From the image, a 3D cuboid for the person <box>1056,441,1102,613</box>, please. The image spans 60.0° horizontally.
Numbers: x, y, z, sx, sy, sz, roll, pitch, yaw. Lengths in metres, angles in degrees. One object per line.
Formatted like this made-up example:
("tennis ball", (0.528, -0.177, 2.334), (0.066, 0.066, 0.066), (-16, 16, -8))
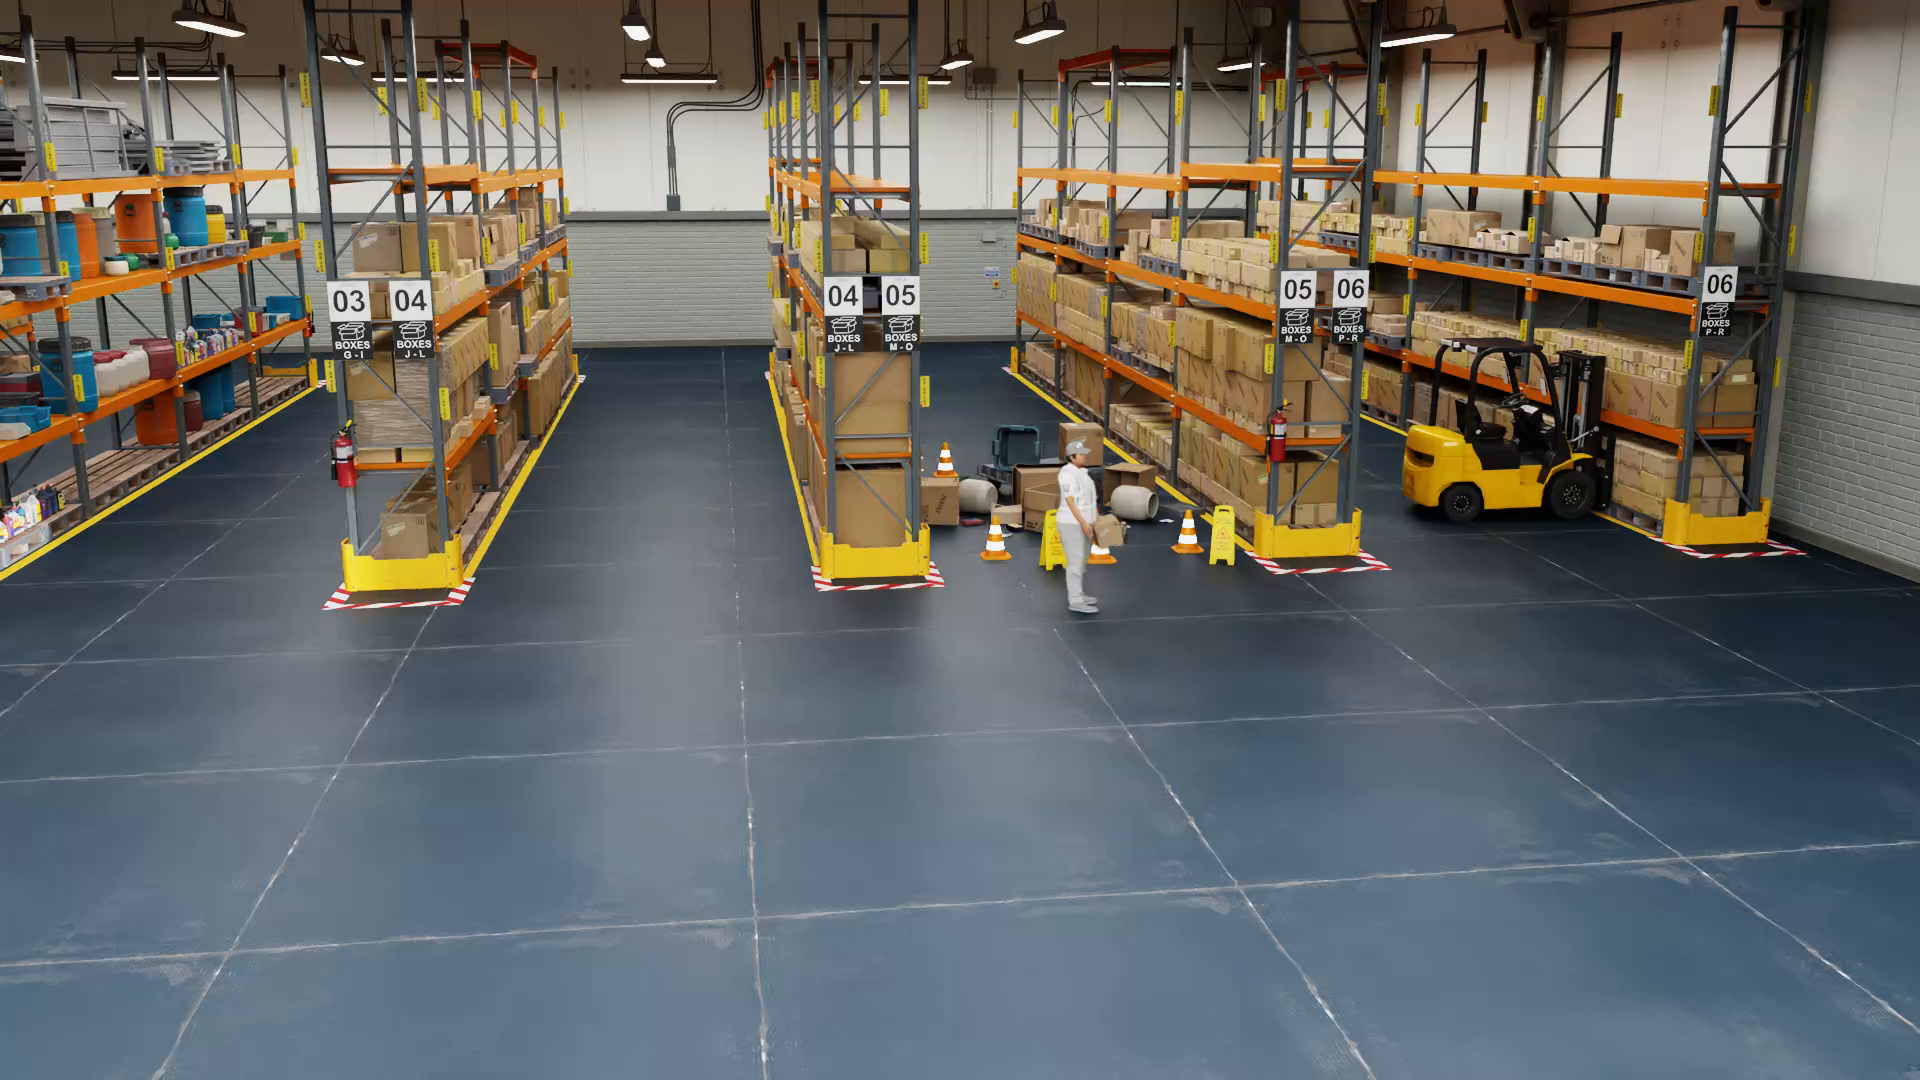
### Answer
("person", (1.230, -0.147, 16.555), (0.506, 1.671, 0.514), (7, 15, 28))
